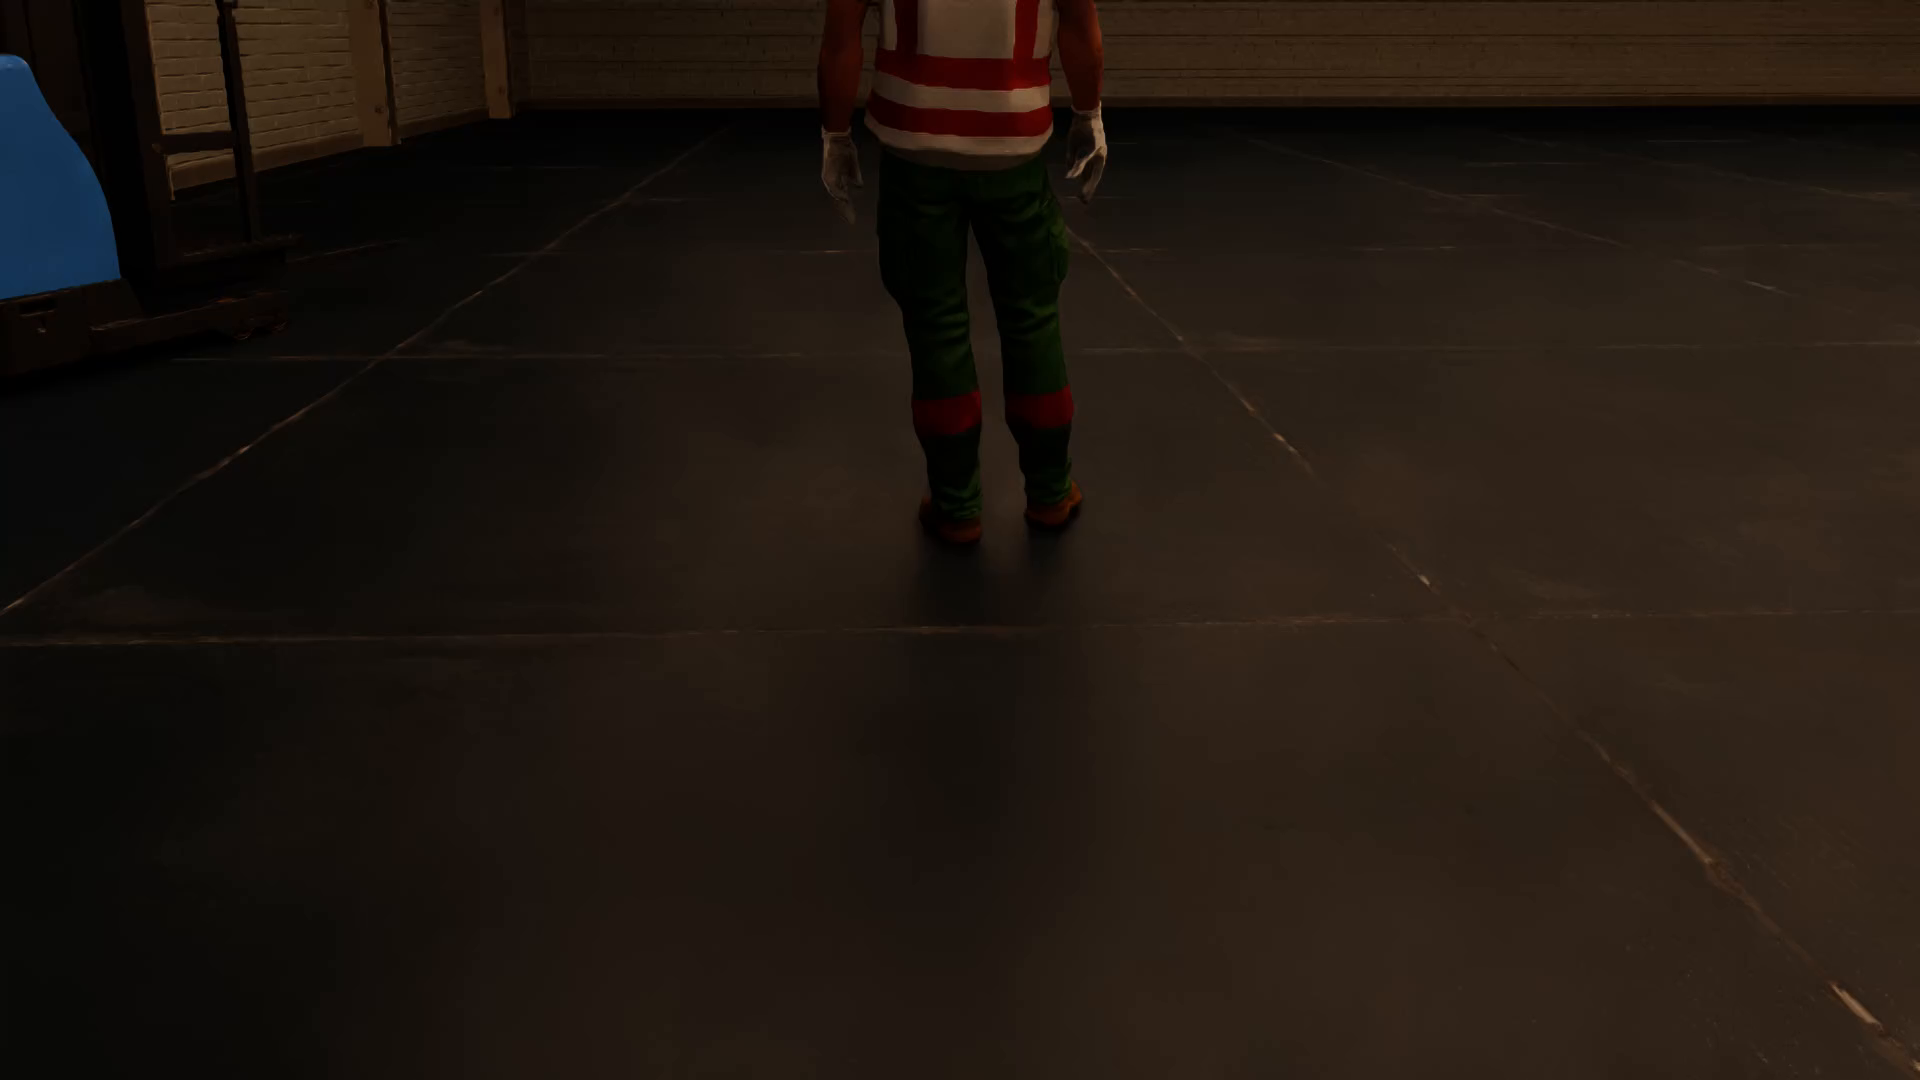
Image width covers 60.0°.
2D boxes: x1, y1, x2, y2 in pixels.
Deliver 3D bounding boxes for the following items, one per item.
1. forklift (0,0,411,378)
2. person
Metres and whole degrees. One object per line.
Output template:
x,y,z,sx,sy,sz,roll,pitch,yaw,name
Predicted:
-3.321,-2.200,6.097,1.130,2.935,3.031,5,18,16,forklift
0.007,-0.886,3.732,0.637,1.787,0.563,-1,17,-3,person
